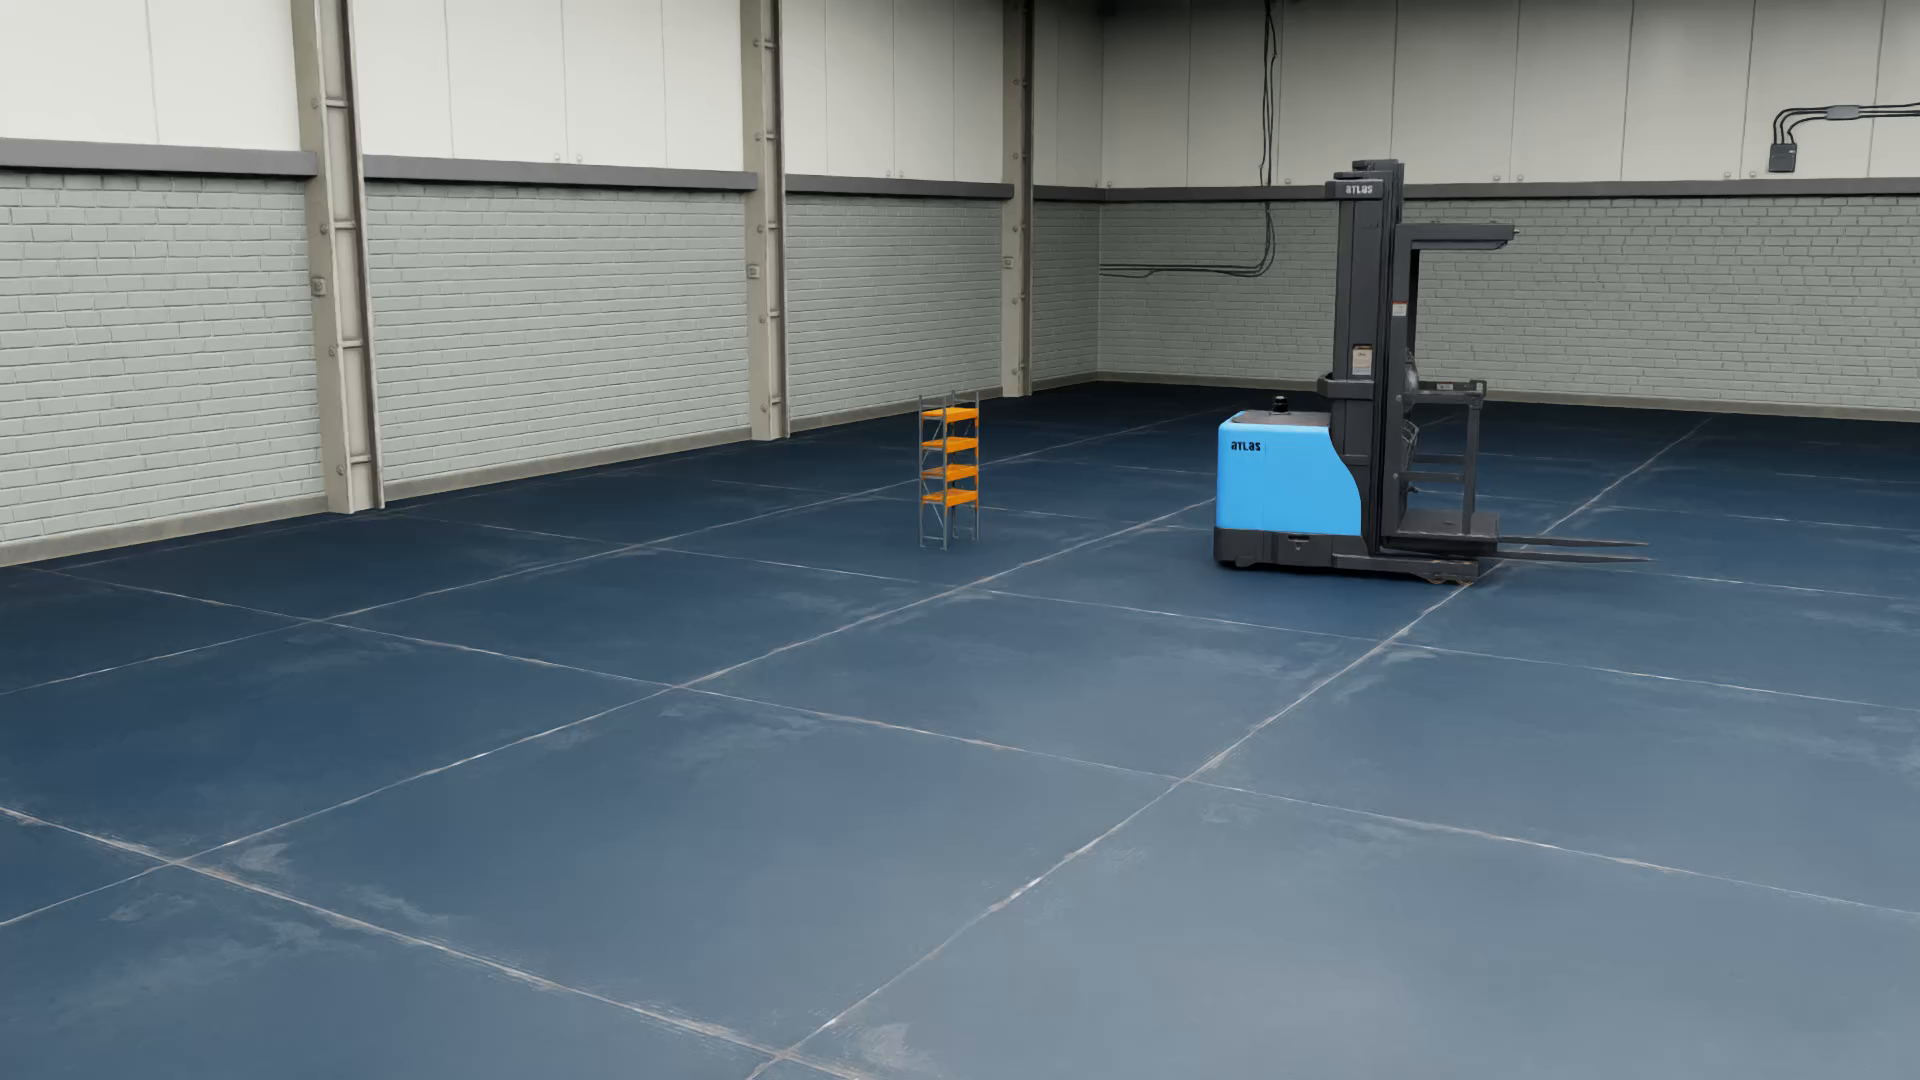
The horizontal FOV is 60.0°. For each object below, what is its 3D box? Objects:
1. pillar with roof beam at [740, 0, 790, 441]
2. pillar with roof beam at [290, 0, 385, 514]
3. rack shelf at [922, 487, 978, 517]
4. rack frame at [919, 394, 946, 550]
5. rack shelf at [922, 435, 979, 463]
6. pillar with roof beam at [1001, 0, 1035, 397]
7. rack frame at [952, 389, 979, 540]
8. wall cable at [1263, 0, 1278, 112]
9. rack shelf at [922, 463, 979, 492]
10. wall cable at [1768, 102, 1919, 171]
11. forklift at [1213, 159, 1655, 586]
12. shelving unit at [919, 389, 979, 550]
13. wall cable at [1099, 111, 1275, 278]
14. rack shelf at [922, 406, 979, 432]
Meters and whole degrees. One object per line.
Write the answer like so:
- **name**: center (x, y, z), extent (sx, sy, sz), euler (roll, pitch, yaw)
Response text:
- **pillar with roof beam**: center (1.410, -5.228, 16.840), extent (9.100, 9.000, 0.400), euler (6, 12, 31)
- **pillar with roof beam**: center (-1.705, -4.285, 11.800), extent (9.100, 9.000, 0.400), euler (6, 12, 31)
- **rack shelf**: center (-0.086, -0.302, 13.168), extent (0.258, 0.148, 0.480), euler (6, 12, 31)
- **rack frame**: center (-0.213, -0.525, 12.914), extent (0.240, 1.200, 0.015), euler (6, 12, 31)
- **rack shelf**: center (-0.086, -0.717, 13.090), extent (0.258, 0.148, 0.480), euler (6, 12, 31)
- **pillar with roof beam**: center (4.525, -6.172, 21.881), extent (9.100, 9.000, 0.400), euler (6, 12, 31)
- **rack frame**: center (0.041, -0.602, 13.324), extent (0.240, 1.200, 0.015), euler (6, 12, 31)
- **wall cable**: center (5.817, -7.618, 24.318), extent (3.097, 2.526, 0.112), euler (6, 12, 31)
- **rack shelf**: center (-0.086, -0.498, 13.132), extent (0.258, 0.148, 0.480), euler (6, 12, 31)
- **wall cable**: center (11.611, -7.682, 20.707), extent (2.305, 6.003, 0.169), euler (6, 12, 31)
- **forklift**: center (3.444, -1.229, 11.969), extent (3.031, 2.935, 1.130), euler (4, 11, 18)
- **shelving unit**: center (-0.086, -0.564, 13.119), extent (0.258, 1.200, 0.503), euler (6, 12, 31)
- **wall cable**: center (3.505, -5.394, 26.164), extent (3.097, 2.526, 0.112), euler (6, 12, 31)
- **rack shelf**: center (-0.086, -0.950, 13.047), extent (0.258, 0.148, 0.480), euler (6, 12, 31)
